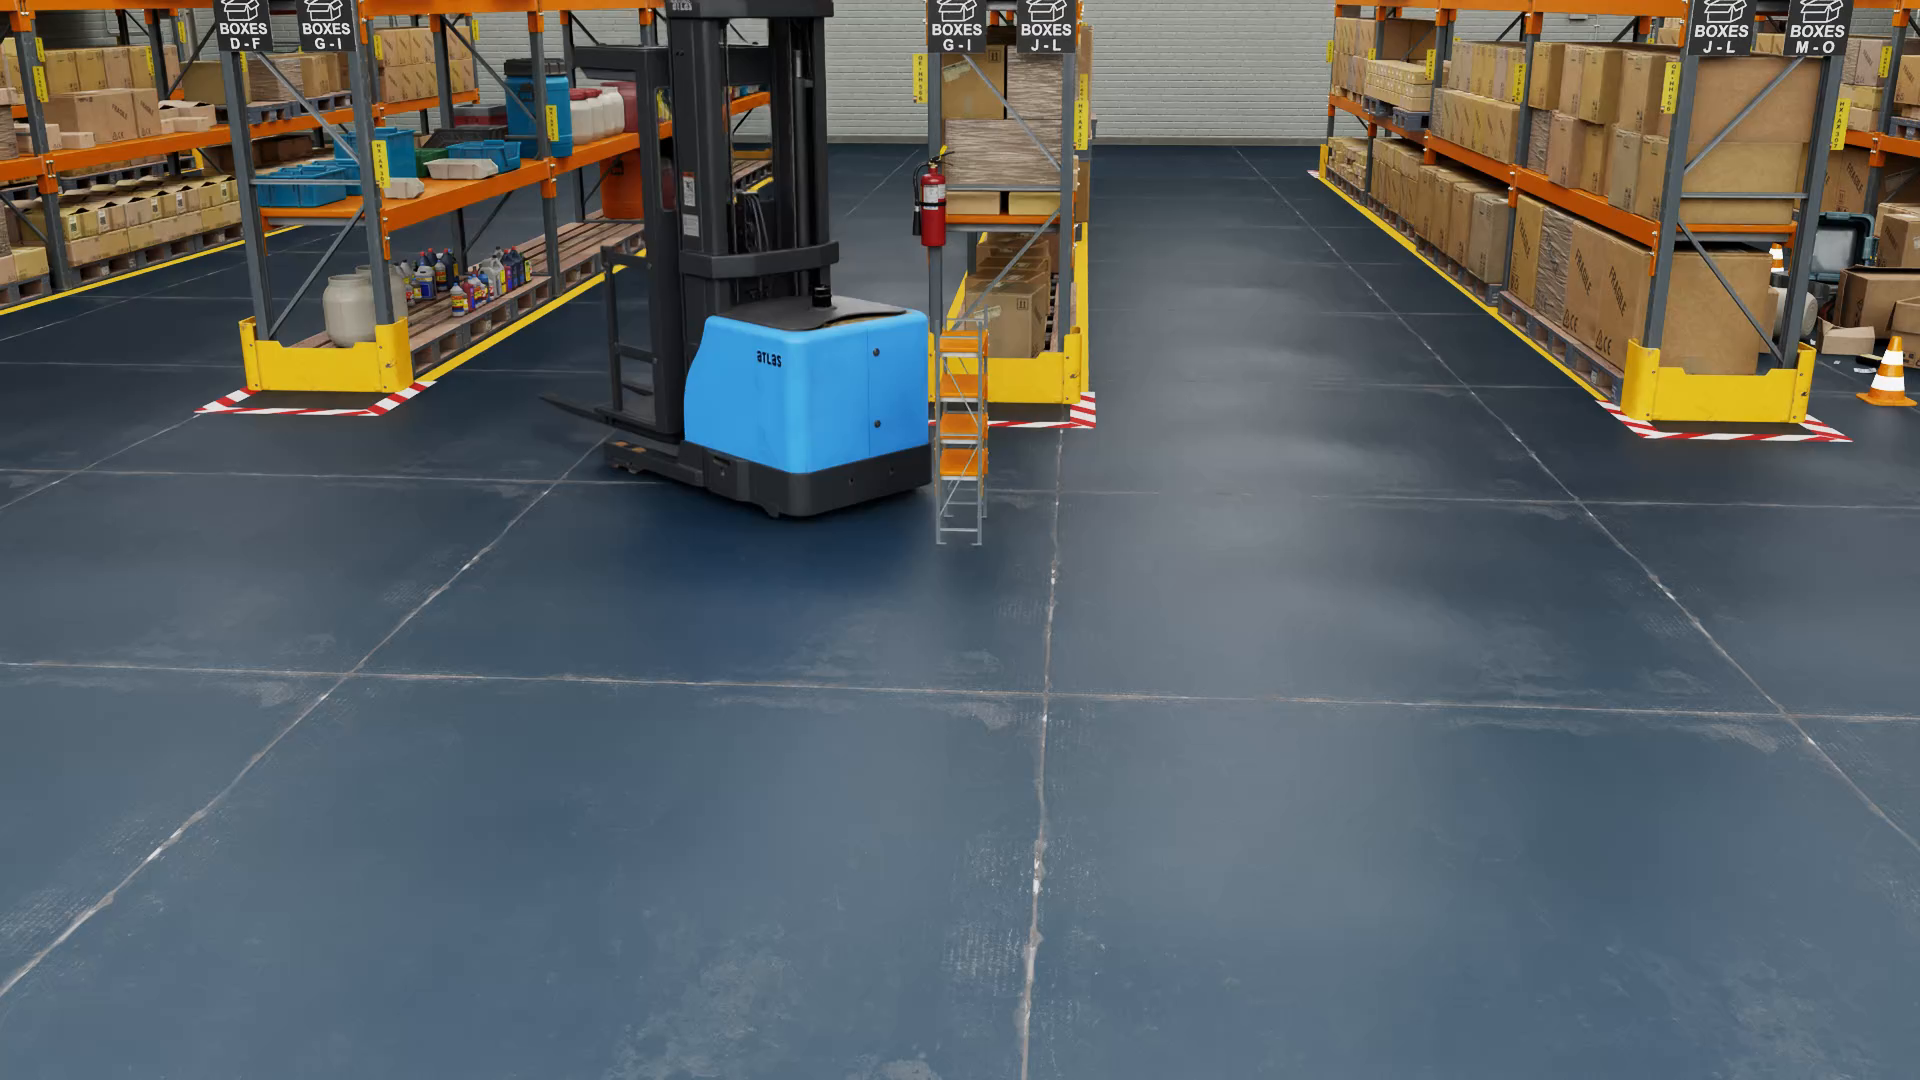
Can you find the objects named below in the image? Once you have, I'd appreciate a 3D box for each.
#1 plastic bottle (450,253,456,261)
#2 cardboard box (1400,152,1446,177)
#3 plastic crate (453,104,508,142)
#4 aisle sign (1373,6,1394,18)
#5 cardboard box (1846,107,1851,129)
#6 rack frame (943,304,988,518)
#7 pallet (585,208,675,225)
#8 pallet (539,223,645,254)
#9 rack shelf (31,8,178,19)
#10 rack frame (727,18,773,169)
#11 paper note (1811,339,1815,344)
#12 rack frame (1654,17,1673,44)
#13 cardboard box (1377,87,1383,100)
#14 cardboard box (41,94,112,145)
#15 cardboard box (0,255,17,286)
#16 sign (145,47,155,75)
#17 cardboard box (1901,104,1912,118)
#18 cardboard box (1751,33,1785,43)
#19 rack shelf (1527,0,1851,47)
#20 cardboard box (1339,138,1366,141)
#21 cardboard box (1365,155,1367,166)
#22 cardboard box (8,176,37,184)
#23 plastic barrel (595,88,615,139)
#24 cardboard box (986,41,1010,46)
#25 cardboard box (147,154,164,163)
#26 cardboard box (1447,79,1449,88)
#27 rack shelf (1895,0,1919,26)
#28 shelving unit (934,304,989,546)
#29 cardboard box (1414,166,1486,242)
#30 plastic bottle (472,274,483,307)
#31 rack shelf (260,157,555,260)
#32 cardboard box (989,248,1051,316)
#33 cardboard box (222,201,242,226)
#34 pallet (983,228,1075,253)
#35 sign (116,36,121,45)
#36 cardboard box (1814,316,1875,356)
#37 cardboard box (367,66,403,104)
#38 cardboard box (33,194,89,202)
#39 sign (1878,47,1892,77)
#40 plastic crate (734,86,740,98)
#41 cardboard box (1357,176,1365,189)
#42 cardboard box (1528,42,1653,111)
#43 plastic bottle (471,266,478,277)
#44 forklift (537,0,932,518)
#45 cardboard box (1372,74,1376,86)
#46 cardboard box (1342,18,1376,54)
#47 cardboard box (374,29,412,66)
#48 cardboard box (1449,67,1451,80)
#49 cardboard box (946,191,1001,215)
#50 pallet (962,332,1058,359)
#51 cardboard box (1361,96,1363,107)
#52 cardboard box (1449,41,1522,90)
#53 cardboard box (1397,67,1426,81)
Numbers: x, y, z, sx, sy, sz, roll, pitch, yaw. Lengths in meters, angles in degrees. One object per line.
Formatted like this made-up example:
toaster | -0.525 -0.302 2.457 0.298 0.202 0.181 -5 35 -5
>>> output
plastic bottle | -4.720 -2.518 15.445 0.061 0.283 0.133 1 18 4
cardboard box | 5.609 -4.525 20.051 0.500 0.250 0.500 2 18 5
plastic crate | -4.641 -3.980 16.148 0.402 0.464 0.583 1 18 4
aisle sign | 6.674 -8.518 25.925 0.394 0.787 0.004 1 18 4
cardboard box | 10.539 -4.953 19.463 0.500 0.250 0.500 2 18 5
rack frame | 0.029 -0.697 9.124 0.240 1.200 0.015 1 18 4
pallet | -4.069 -3.955 20.654 1.003 0.211 1.213 1 18 4
pallet | -4.178 -3.469 19.172 1.003 0.211 1.213 1 18 4
rack shelf | -13.535 -8.202 25.476 1.077 0.370 4.000 1 18 4
rack frame | -3.510 -7.519 27.052 1.000 3.000 0.127 1 18 4
paper note | 7.237 -1.662 13.959 0.172 0.023 0.155 8 20 23
rack frame | 11.314 -7.187 26.040 1.000 3.000 0.127 1 18 4
cardboard box | 5.523 -5.671 21.142 0.380 0.149 0.250 0 18 1
cardboard box | -9.202 -4.353 17.230 0.500 0.500 0.500 3 18 8
cardboard box | -9.172 -2.493 15.454 0.500 0.250 0.500 1 18 4
sign | -9.566 -5.668 19.670 0.100 0.325 0.005 1 18 4
cardboard box | 10.532 -4.686 18.135 0.380 0.149 0.250 0 18 1
cardboard box | 10.786 -6.620 22.543 0.500 0.500 0.500 1 18 3
rack shelf | 5.366 -4.002 12.656 1.077 0.370 4.000 1 18 4
cardboard box | 6.094 -6.150 25.824 0.380 0.149 0.250 2 18 5
cardboard box | 5.849 -5.268 23.131 0.380 0.149 0.250 2 18 5
cardboard box | -13.596 -5.471 23.580 0.750 0.750 0.750 1 18 5
plastic barrel | -3.975 -4.632 18.063 0.421 0.512 0.421 0 18 0
cardboard box | 0.106 -3.435 12.344 0.500 0.500 0.500 1 18 4
cardboard box | -13.378 -6.377 26.906 0.700 0.500 0.500 1 18 4
cardboard box | 6.122 -5.549 20.291 0.380 0.149 0.250 1 18 3
rack shelf | 10.597 -5.165 16.206 1.077 0.370 4.000 1 18 4
shelving unit | 0.012 -0.622 8.893 0.258 1.200 0.503 1 18 4
cardboard box | 5.663 -3.725 18.412 1.050 0.750 0.750 1 18 3
plastic bottle | -4.185 -2.156 14.360 0.097 0.271 0.097 0 18 0
rack shelf | -4.514 -2.829 13.894 1.077 0.370 4.000 1 18 4
cardboard box | 0.501 -2.197 14.151 0.500 0.500 0.500 0 18 -1
cardboard box | -8.819 -3.870 19.658 0.500 0.250 0.500 2 18 5
pallet | 0.799 -3.356 18.826 1.003 0.211 1.213 1 18 4
sign | -13.945 -8.203 27.623 0.100 0.325 0.005 1 18 4
cardboard box | 7.223 -1.665 13.578 0.396 0.266 0.258 4 19 13
cardboard box | -8.429 -6.588 24.051 0.500 0.500 0.500 2 18 5
cardboard box | -9.499 -3.512 17.664 0.500 0.311 0.500 1 18 4
sign | 10.187 -5.264 18.311 0.100 0.325 0.005 1 18 4
plastic crate | -3.504 -6.719 24.705 0.437 0.282 0.530 1 18 4
cardboard box | 5.771 -4.998 23.263 0.380 0.149 0.250 2 18 5
cardboard box | 5.449 -4.010 14.368 0.875 0.550 0.550 1 18 4
plastic bottle | -4.288 -2.296 14.767 0.061 0.283 0.133 1 18 4
forklift | -1.553 -1.891 9.987 1.130 2.935 3.031 -17 25 -41
cardboard box | 5.561 -5.973 21.585 0.380 0.149 0.250 2 18 5
cardboard box | 5.983 -7.479 24.686 0.500 0.500 0.500 1 18 3
cardboard box | -8.387 -7.211 24.347 0.500 0.500 0.500 1 18 2
cardboard box | 6.098 -5.610 19.999 0.380 0.149 0.250 2 18 6
cardboard box | 0.097 -2.413 11.873 0.380 0.149 0.250 1 18 4
pallet | 0.382 -1.389 12.823 1.003 0.211 1.213 1 18 4
cardboard box | 5.780 -6.081 23.067 0.380 0.149 0.250 1 18 2
cardboard box | 5.754 -5.165 18.102 0.700 0.500 0.500 1 18 4
cardboard box | 5.429 -5.549 19.815 0.380 0.149 0.250 2 18 6
